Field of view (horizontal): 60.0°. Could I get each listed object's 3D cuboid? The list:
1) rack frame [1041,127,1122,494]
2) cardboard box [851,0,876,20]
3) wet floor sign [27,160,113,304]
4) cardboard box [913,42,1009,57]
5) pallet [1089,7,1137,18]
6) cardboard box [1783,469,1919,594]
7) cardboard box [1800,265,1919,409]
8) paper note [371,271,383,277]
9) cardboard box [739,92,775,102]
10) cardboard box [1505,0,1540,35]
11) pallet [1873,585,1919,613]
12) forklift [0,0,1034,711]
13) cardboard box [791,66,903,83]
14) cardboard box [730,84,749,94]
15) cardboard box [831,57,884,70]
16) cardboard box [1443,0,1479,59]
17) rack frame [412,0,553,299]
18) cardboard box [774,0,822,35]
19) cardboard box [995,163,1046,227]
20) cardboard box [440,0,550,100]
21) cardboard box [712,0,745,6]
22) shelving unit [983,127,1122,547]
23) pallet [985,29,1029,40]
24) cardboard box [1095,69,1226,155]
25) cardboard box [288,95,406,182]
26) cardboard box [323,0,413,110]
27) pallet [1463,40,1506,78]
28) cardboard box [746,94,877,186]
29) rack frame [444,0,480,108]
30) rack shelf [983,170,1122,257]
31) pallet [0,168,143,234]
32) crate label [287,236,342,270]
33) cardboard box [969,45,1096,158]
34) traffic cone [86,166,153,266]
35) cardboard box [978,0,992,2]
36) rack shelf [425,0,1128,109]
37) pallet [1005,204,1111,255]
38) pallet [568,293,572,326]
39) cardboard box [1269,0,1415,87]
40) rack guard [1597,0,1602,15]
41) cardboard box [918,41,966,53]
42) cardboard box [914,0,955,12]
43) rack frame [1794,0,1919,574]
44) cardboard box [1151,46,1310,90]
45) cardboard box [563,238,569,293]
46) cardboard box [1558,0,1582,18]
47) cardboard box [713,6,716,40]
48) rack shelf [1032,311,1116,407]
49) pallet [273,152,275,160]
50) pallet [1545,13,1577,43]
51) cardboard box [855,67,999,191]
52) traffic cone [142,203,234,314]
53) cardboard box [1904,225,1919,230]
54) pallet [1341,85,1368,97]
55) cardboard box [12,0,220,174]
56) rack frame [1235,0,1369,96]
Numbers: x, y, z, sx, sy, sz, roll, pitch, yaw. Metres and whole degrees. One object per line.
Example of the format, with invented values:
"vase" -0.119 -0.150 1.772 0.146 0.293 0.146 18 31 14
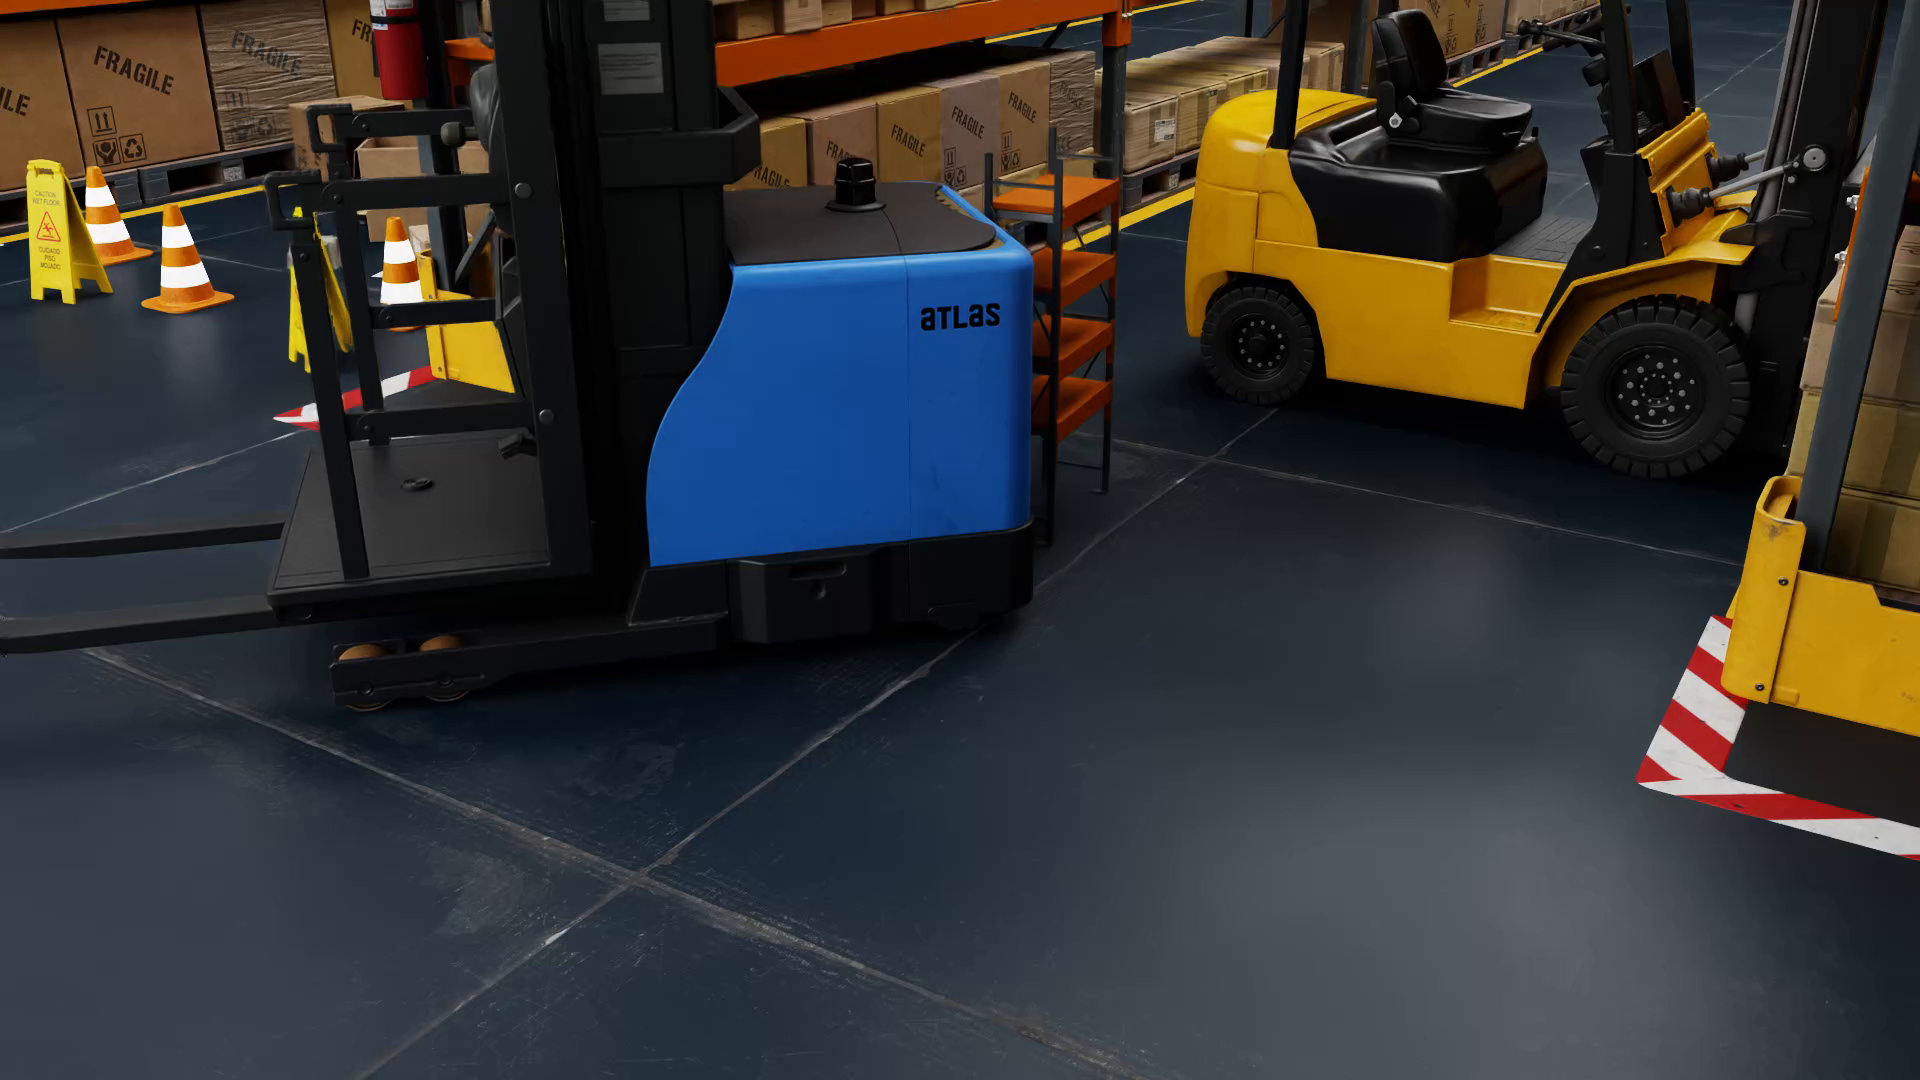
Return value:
"rack frame" 0.391 -0.727 5.420 0.240 1.200 0.015 11 26 23
"cardboard box" -0.591 -2.353 7.226 0.380 0.149 0.250 15 28 31
"wet floor sign" -4.237 -1.462 7.816 0.267 0.644 0.232 9 25 20
"cardboard box" -0.076 -2.447 9.115 0.500 0.500 0.500 15 28 31
"pallet" 1.393 -6.385 19.734 1.003 0.211 1.213 14 27 29
"cardboard box" 2.553 -0.081 4.594 0.500 0.250 0.500 14 27 29
"cardboard box" 2.552 -0.536 4.386 0.500 0.250 0.500 15 28 31
"paper note" -2.838 -1.338 8.302 0.148 0.019 0.142 5 24 11
"cardboard box" -1.172 -1.741 7.485 0.500 0.500 0.500 15 28 31
"cardboard box" 5.107 -5.221 16.230 0.875 0.438 0.875 13 27 28
"pallet" 2.941 0.087 4.782 1.003 0.211 1.213 14 27 29
"forklift" -1.368 -1.141 4.195 3.031 2.935 1.130 -6 24 -13
"cardboard box" -0.623 -2.089 8.288 0.500 0.500 0.500 15 28 32
"cardboard box" -1.172 -2.084 7.460 0.380 0.149 0.250 14 27 30
"cardboard box" -0.602 -2.449 8.304 0.380 0.149 0.250 16 28 32
"cardboard box" 3.956 -4.699 14.476 0.875 0.875 0.875 15 27 30
"rack frame" -1.645 -1.964 6.011 1.000 3.000 0.127 14 27 29
"cardboard box" -0.787 -2.157 6.773 0.380 0.149 0.250 14 27 30
"cardboard box" 0.109 -1.807 8.582 0.500 0.250 0.500 13 27 28
"cardboard box" -3.543 -3.706 12.338 1.050 0.750 0.750 14 27 29
"cardboard box" -1.160 -2.248 6.168 0.500 0.500 0.500 13 27 28
"shelving unit" 0.287 -0.639 5.217 0.258 1.200 0.503 11 26 23
"pallet" 0.017 -5.475 17.631 1.003 0.211 1.213 14 27 29
"cardboard box" 1.116 -2.722 10.541 0.950 0.372 0.625 16 28 32
"cardboard box" -3.741 -2.432 10.236 0.500 0.500 0.500 20 30 38
"cardboard box" -4.185 -3.337 11.330 0.875 0.875 0.875 14 27 30
"pallet" 4.342 -4.458 15.283 1.003 0.211 1.213 14 27 29
"cardboard box" -0.701 -1.639 7.249 0.500 0.500 0.500 13 26 27
"rack frame" -3.794 -4.317 11.447 1.000 3.000 0.127 14 27 29
"rack shelf" 0.287 -1.000 5.061 0.258 0.148 0.480 11 26 23
"pallet" -5.549 -1.974 9.544 1.003 0.211 1.213 14 27 29
"crate label" -3.275 -1.462 8.455 0.250 0.136 0.298 1 23 2
"cardboard box" 0.381 -2.333 8.853 0.500 0.500 0.500 13 27 28
"traffic cone" -4.417 -1.685 8.560 0.336 0.463 0.334 14 27 29
"cardboard box" 0.021 -2.683 7.988 0.380 0.149 0.250 13 27 28
"rack shelf" -0.590 -2.309 7.714 1.077 0.370 4.000 14 27 29
"pallet" 0.140 -1.800 9.143 1.003 0.211 1.213 14 27 29
"pallet" -1.147 -0.977 7.241 1.003 0.211 1.213 14 27 29
"cardboard box" 3.010 -4.098 13.086 0.875 0.875 0.875 14 27 28
"rack guard" 6.807 -6.225 19.001 1.175 0.500 0.348 14 27 29
"cardboard box" -0.193 -2.715 8.917 0.380 0.149 0.250 14 27 30
"cardboard box" -0.244 -2.508 7.585 0.380 0.149 0.250 14 27 29
"rack frame" 2.574 -0.925 3.612 1.000 3.000 0.127 14 27 29
"cardboard box" 1.886 -3.212 11.672 0.950 0.372 0.625 13 27 28
"cardboard box" -1.435 -1.232 7.253 0.500 0.250 0.500 14 27 29
"cardboard box" 6.056 -5.827 17.631 0.875 0.438 0.875 15 27 30
"cardboard box" -1.169 -2.008 6.430 0.380 0.149 0.250 14 27 30
"rack shelf" 0.287 -0.578 5.244 0.258 0.148 0.480 11 26 23
"pallet" -4.262 -2.797 11.446 1.003 0.211 1.213 14 27 29
"pallet" 5.795 -5.388 17.431 1.003 0.211 1.213 14 27 29
"cardboard box" -0.154 -1.989 8.057 0.500 0.500 0.500 15 28 32
"traffic cone" -3.637 -1.333 7.747 0.336 0.463 0.334 14 27 29
"cardboard box" 3.074 -0.882 5.185 0.500 0.250 0.500 14 27 30
"pallet" 3.055 -3.635 13.381 1.003 0.211 1.213 14 27 29
"cardboard box" -5.140 -2.725 9.915 0.875 0.875 0.875 13 27 28
"rack frame" 2.575 -4.664 12.249 1.000 3.000 0.127 14 27 29
